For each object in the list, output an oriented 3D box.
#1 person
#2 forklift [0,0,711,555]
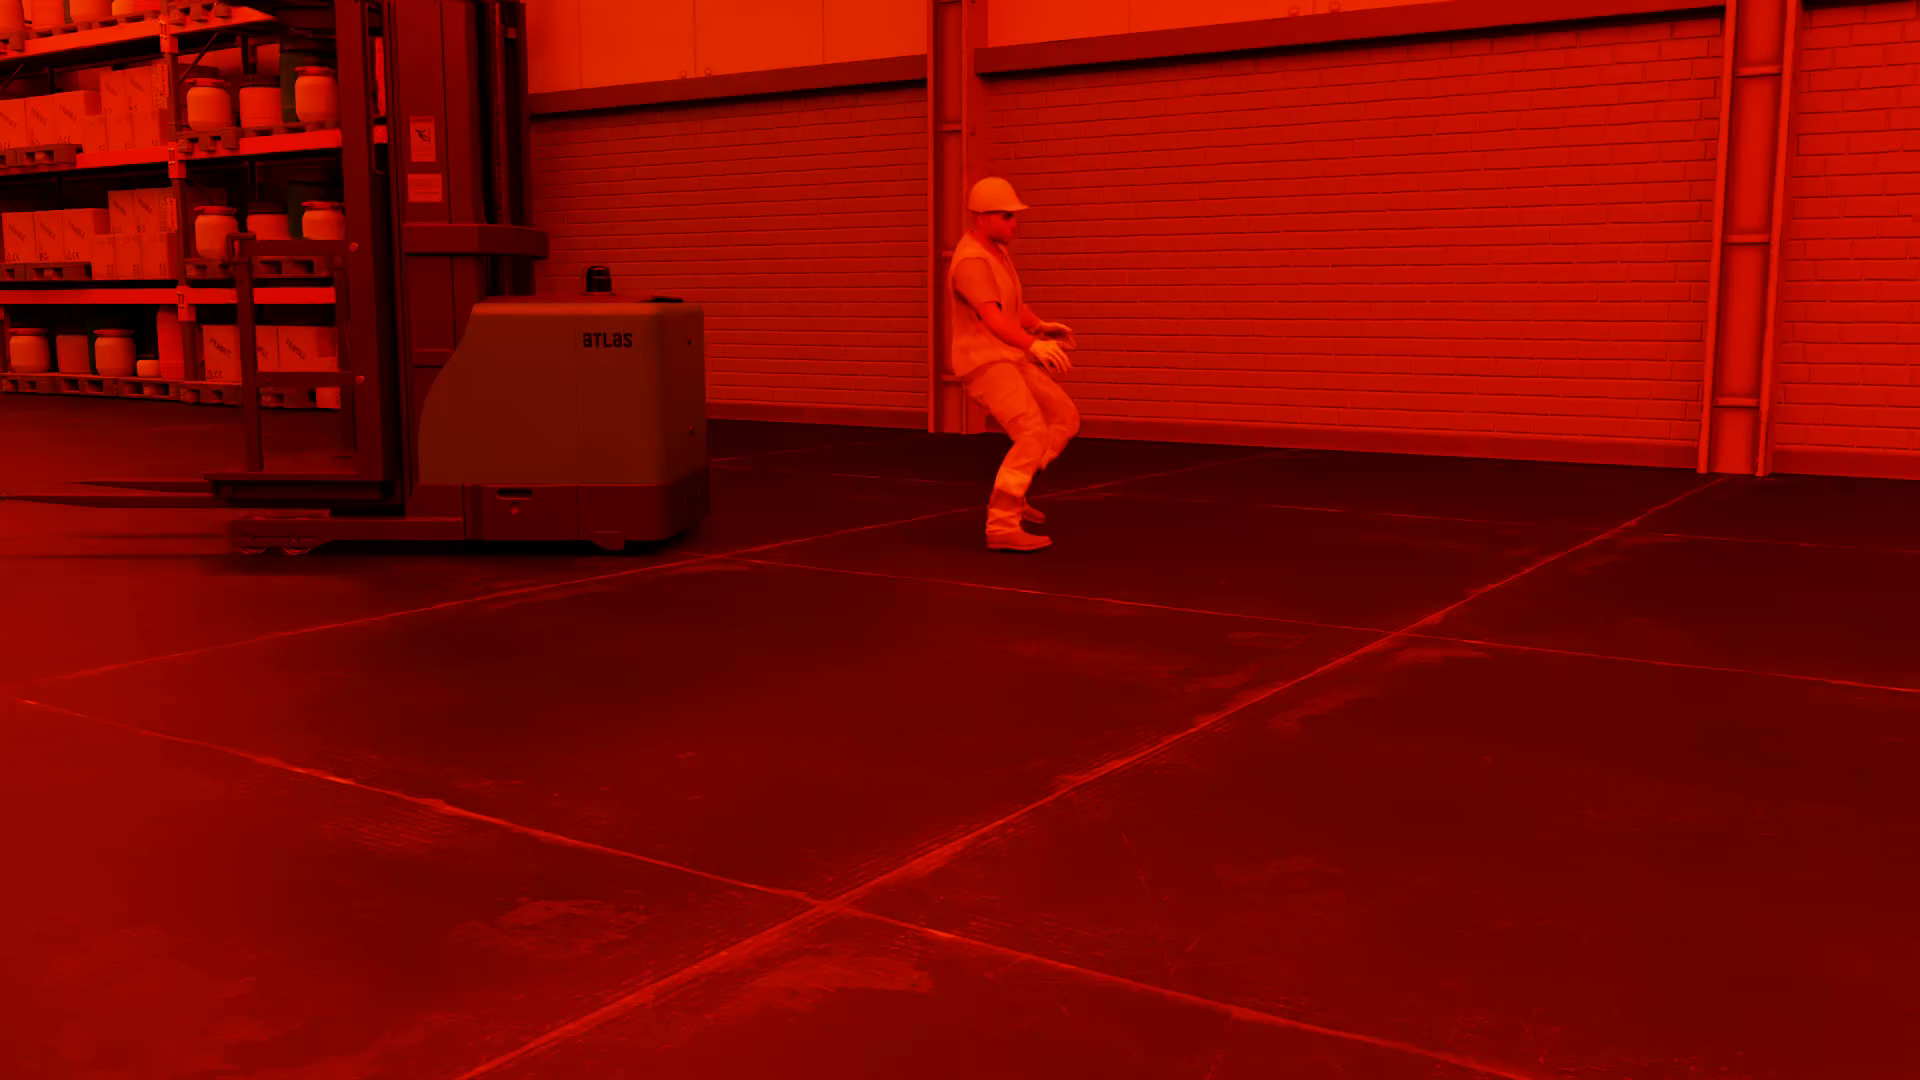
[{"bbox_3d":[0.271,-0.801,7.500,0.632,1.624,0.907,2,8,14],"label":"person"},{"bbox_3d":[-2.732,-1.459,7.449,3.031,2.935,1.130,0,8,3],"label":"forklift"}]
